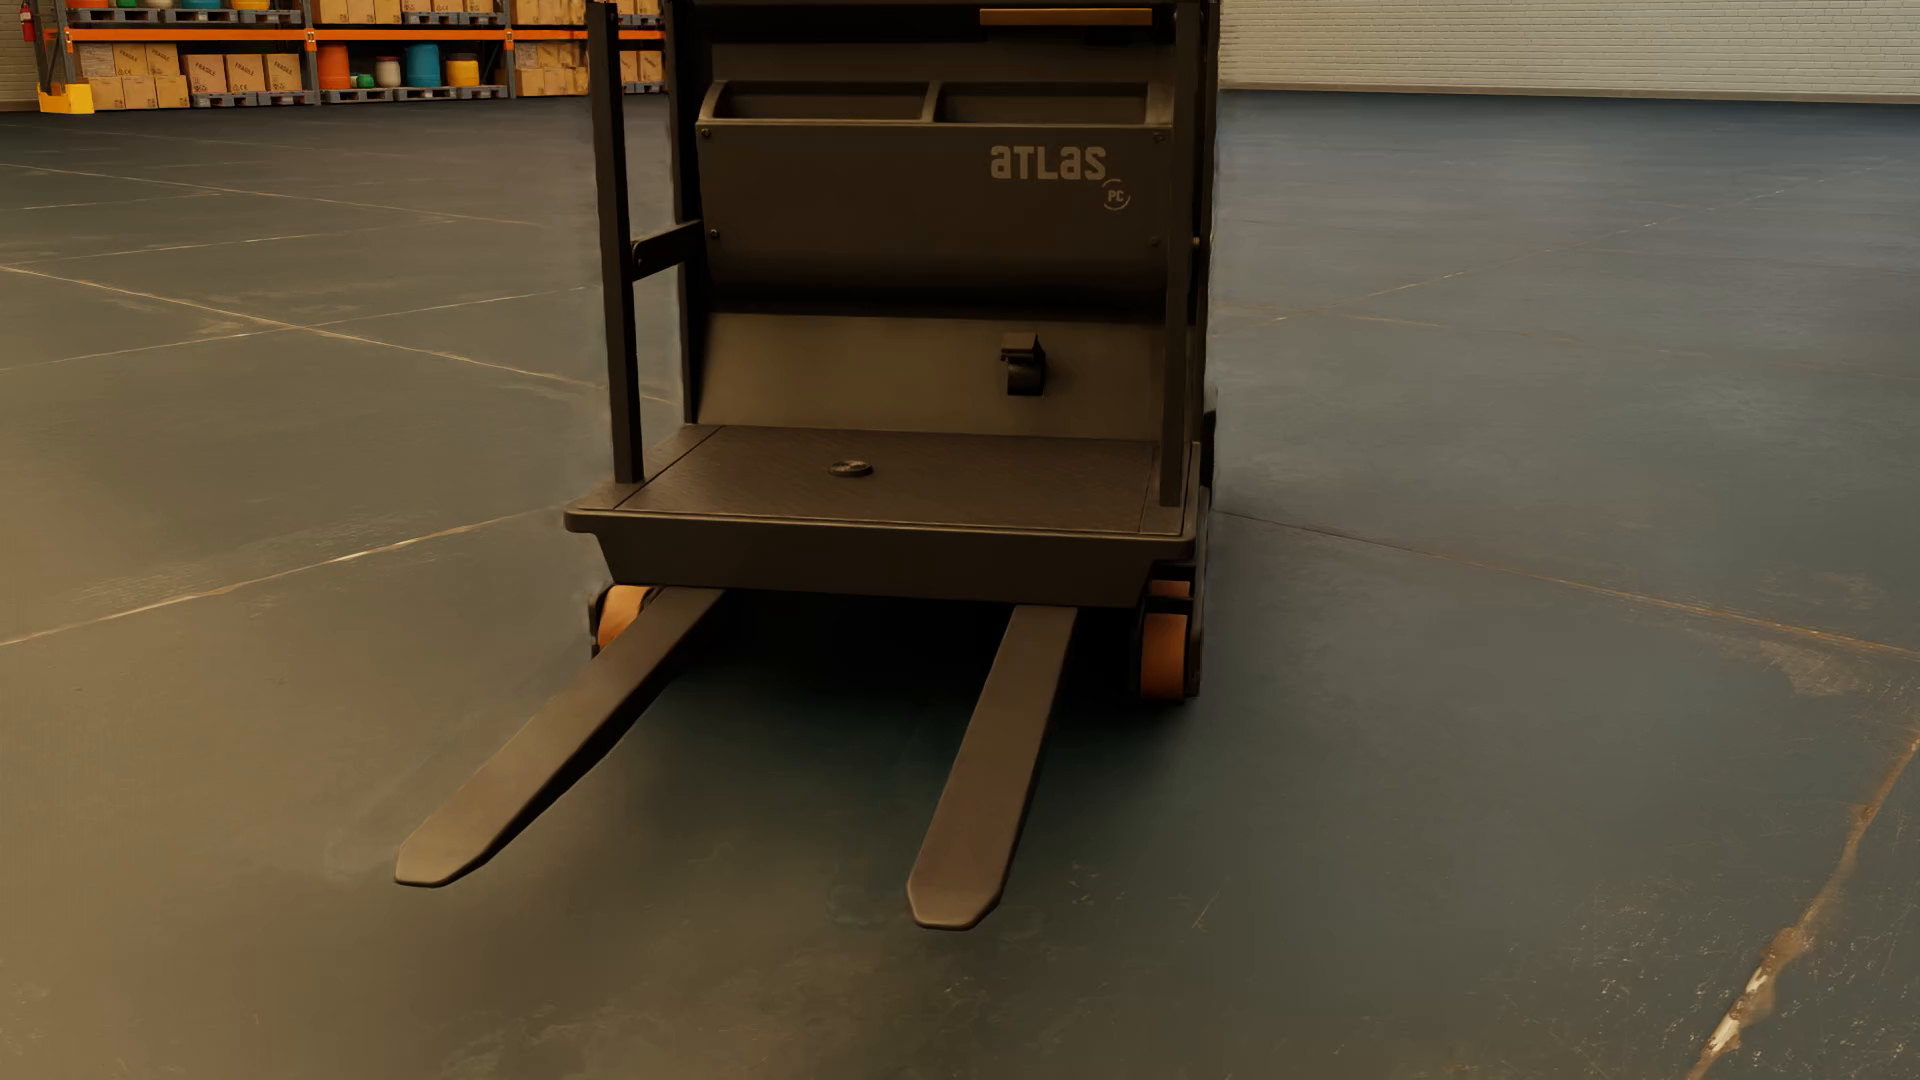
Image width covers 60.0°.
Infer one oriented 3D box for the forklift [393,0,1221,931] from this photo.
[{"bbox_3d":[-0.080,-1.220,2.916,1.130,2.935,3.031,3,17,9],"label":"forklift"}]
